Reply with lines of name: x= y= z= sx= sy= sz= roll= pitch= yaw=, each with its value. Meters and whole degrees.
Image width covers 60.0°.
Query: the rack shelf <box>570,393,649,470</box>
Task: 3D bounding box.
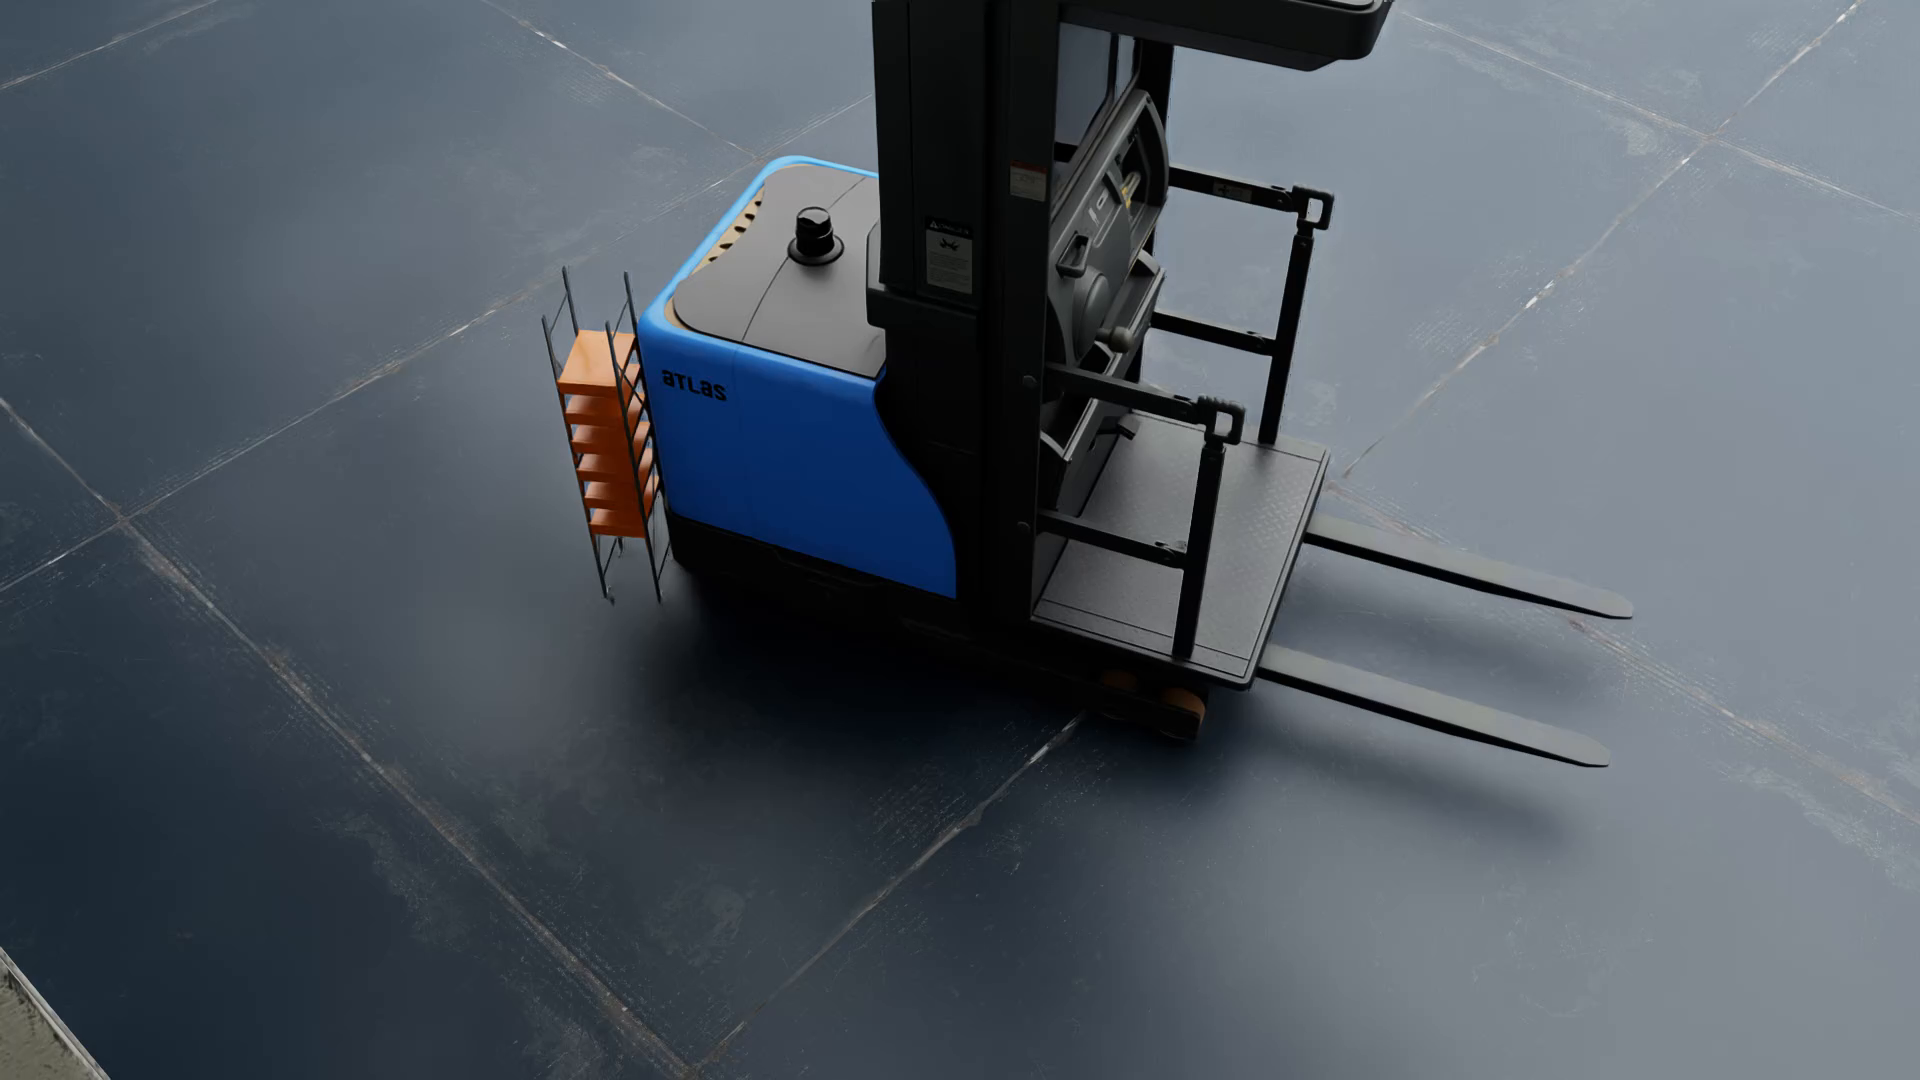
rack shelf: x=-1.077 y=-0.346 z=5.138 sx=0.180 sy=0.103 sz=0.258 roll=5 pitch=47 yaw=4

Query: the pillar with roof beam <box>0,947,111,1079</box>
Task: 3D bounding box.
pillar with roof beam: x=1.402 y=-3.337 z=2.702 sx=0.400 sy=9.000 sz=9.100 roll=34 pitch=55 yaw=28

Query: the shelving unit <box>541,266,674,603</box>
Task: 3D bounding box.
shelving unit: x=-1.078 y=-0.294 z=5.193 sx=0.189 sy=1.200 sz=0.258 roll=5 pitch=47 yaw=4

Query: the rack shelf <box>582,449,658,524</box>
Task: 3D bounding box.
rack shelf: x=-1.079 y=-0.181 z=5.313 sx=0.180 sy=0.103 sz=0.258 roll=5 pitch=47 yaw=4

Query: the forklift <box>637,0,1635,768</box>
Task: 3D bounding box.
forklift: x=0.598 y=-0.829 z=4.509 sx=3.031 sy=2.935 sz=1.130 roll=16 pitch=49 yaw=15

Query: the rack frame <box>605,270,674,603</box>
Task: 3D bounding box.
rack frame: x=-0.987 y=-0.287 z=5.187 sx=0.006 sy=1.200 sz=0.240 roll=5 pitch=47 yaw=4

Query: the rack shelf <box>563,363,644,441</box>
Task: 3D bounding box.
rack shelf: x=-1.076 y=-0.428 z=5.050 sx=0.180 sy=0.103 sz=0.258 roll=5 pitch=47 yaw=4

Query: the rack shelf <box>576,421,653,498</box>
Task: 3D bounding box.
rack shelf: x=-1.078 y=-0.264 z=5.225 sx=0.180 sy=0.103 sz=0.258 roll=5 pitch=47 yaw=4

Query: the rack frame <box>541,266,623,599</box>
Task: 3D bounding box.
rack frame: x=-1.169 y=-0.301 z=5.199 sx=0.006 sy=1.200 sz=0.240 roll=5 pitch=47 yaw=4

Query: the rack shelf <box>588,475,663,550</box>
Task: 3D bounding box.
rack shelf: x=-1.080 y=-0.099 z=5.400 sx=0.180 sy=0.103 sz=0.258 roll=5 pitch=47 yaw=4

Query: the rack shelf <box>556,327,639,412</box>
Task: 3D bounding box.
rack shelf: x=-1.075 y=-0.510 z=4.963 sx=0.180 sy=0.103 sz=0.258 roll=5 pitch=47 yaw=4
